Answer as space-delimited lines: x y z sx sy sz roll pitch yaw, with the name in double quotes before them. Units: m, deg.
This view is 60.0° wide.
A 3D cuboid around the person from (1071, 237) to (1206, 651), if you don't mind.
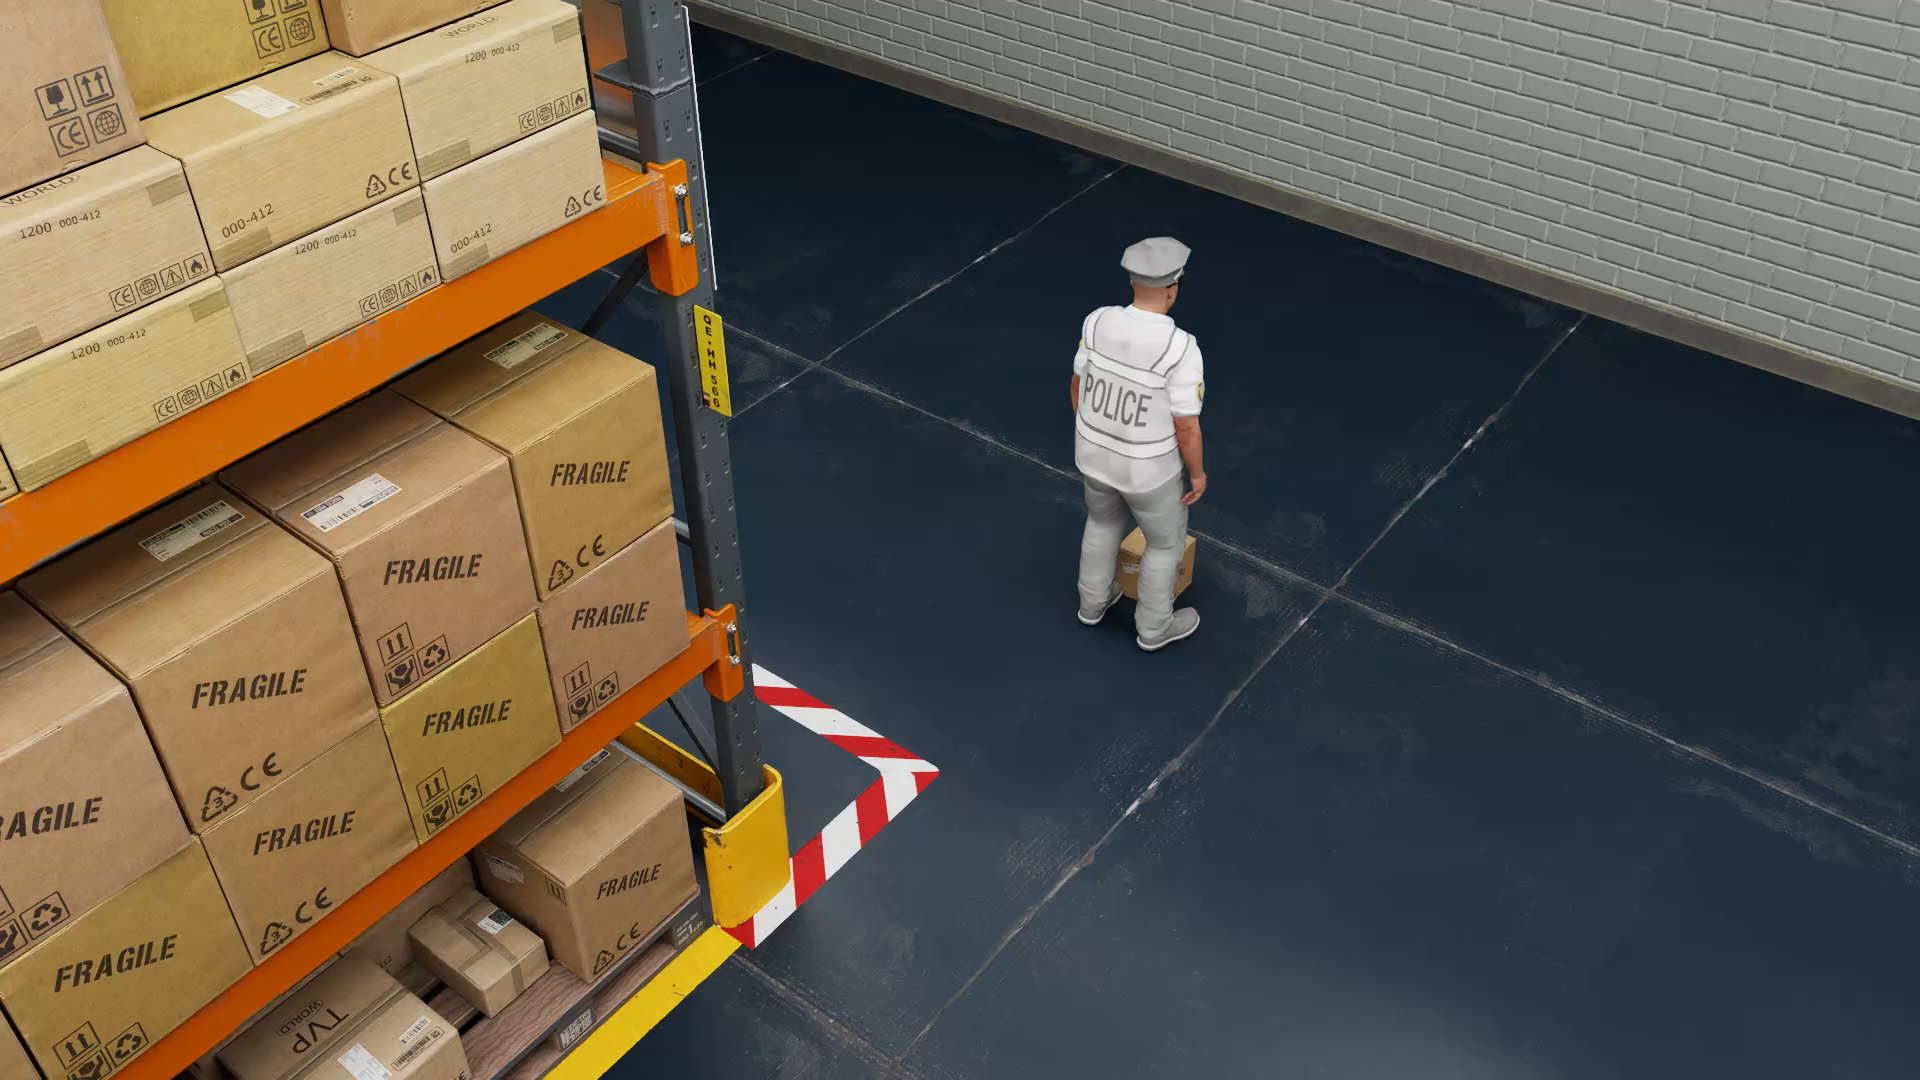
"person" 0.691 -0.333 6.565 0.587 1.746 0.438 26 45 29
